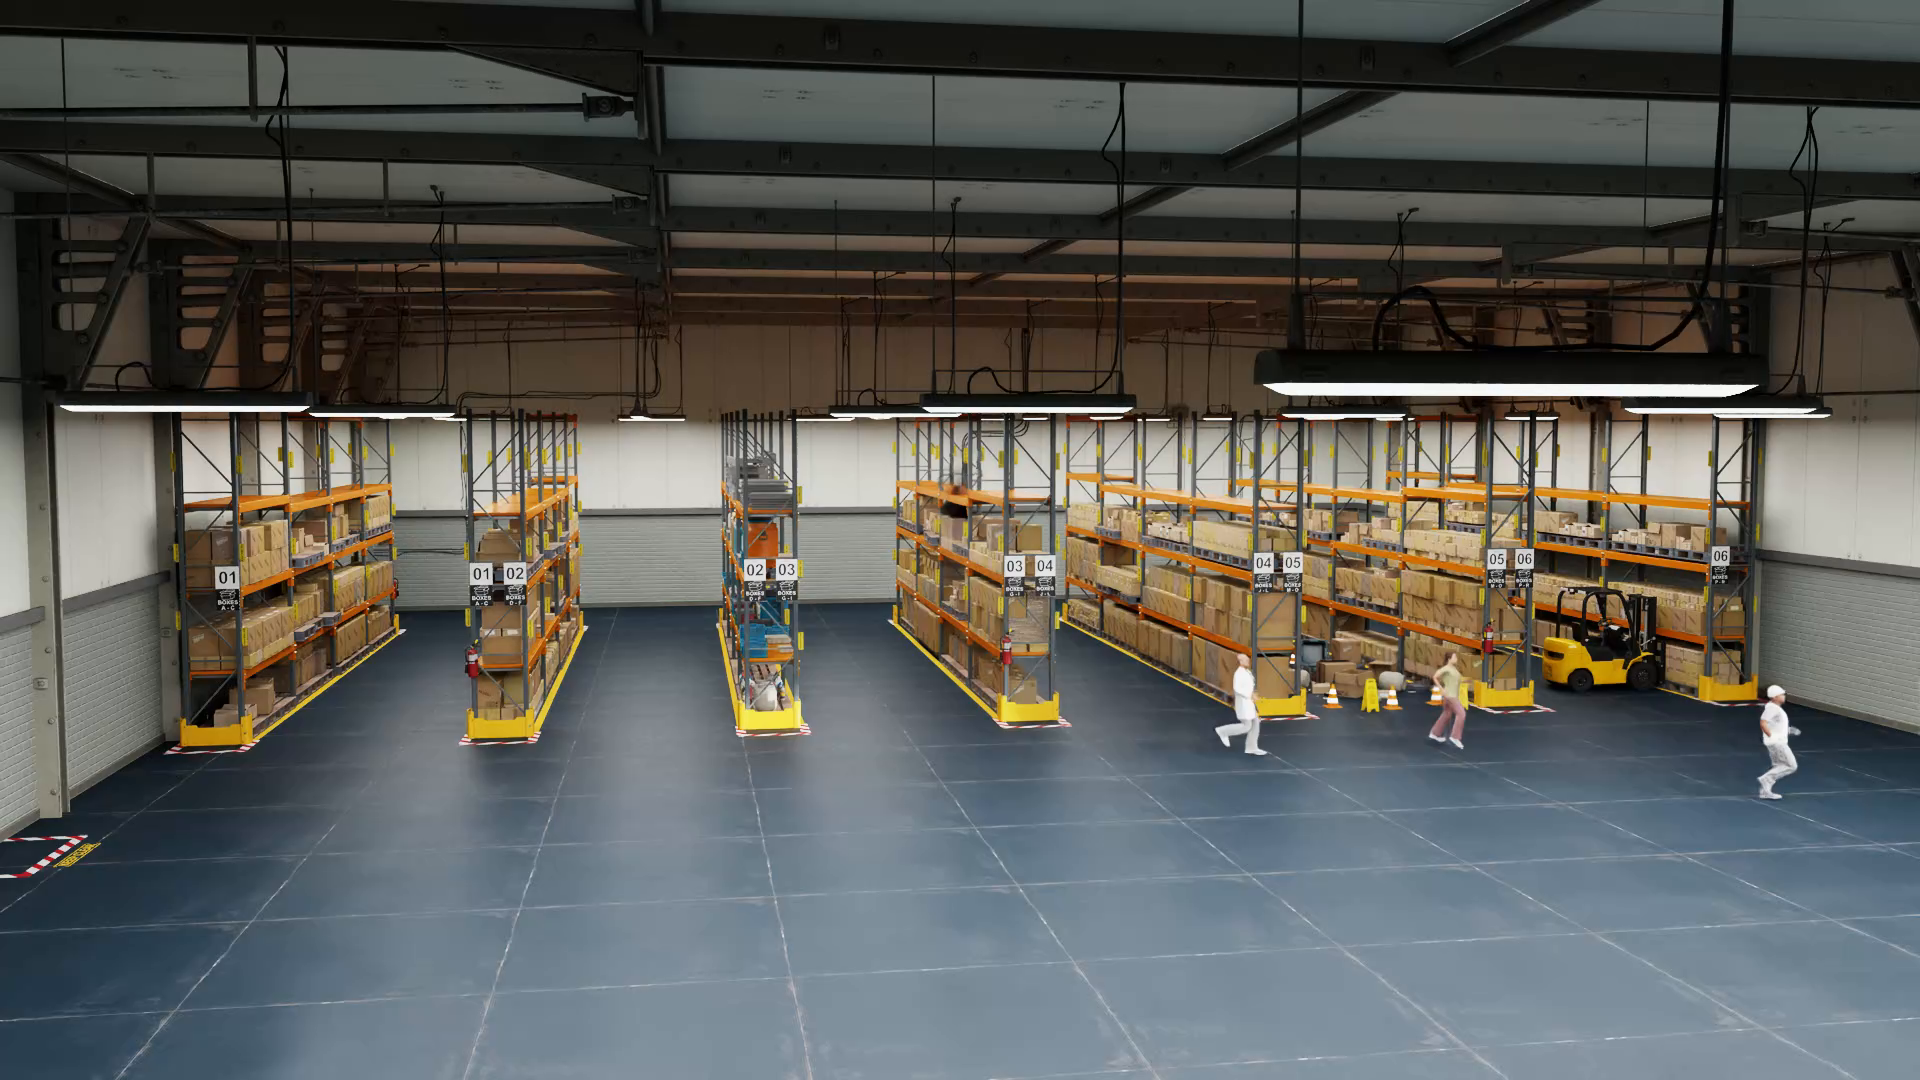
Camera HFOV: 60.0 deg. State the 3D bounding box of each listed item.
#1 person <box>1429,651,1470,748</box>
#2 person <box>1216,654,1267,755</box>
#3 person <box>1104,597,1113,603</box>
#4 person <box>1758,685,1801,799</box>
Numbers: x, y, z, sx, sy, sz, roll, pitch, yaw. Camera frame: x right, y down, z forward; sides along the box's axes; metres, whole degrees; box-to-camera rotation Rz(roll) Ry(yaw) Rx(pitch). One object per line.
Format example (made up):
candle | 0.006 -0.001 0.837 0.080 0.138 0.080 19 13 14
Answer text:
person | 8.704 2.826 29.557 0.729 1.724 0.544 2 5 28
person | 4.891 2.840 28.816 0.875 1.748 0.708 2 4 21
person | 4.281 1.449 49.691 0.691 1.640 0.667 3 5 33
person | 12.464 3.082 25.285 0.584 1.735 0.677 2 4 23
